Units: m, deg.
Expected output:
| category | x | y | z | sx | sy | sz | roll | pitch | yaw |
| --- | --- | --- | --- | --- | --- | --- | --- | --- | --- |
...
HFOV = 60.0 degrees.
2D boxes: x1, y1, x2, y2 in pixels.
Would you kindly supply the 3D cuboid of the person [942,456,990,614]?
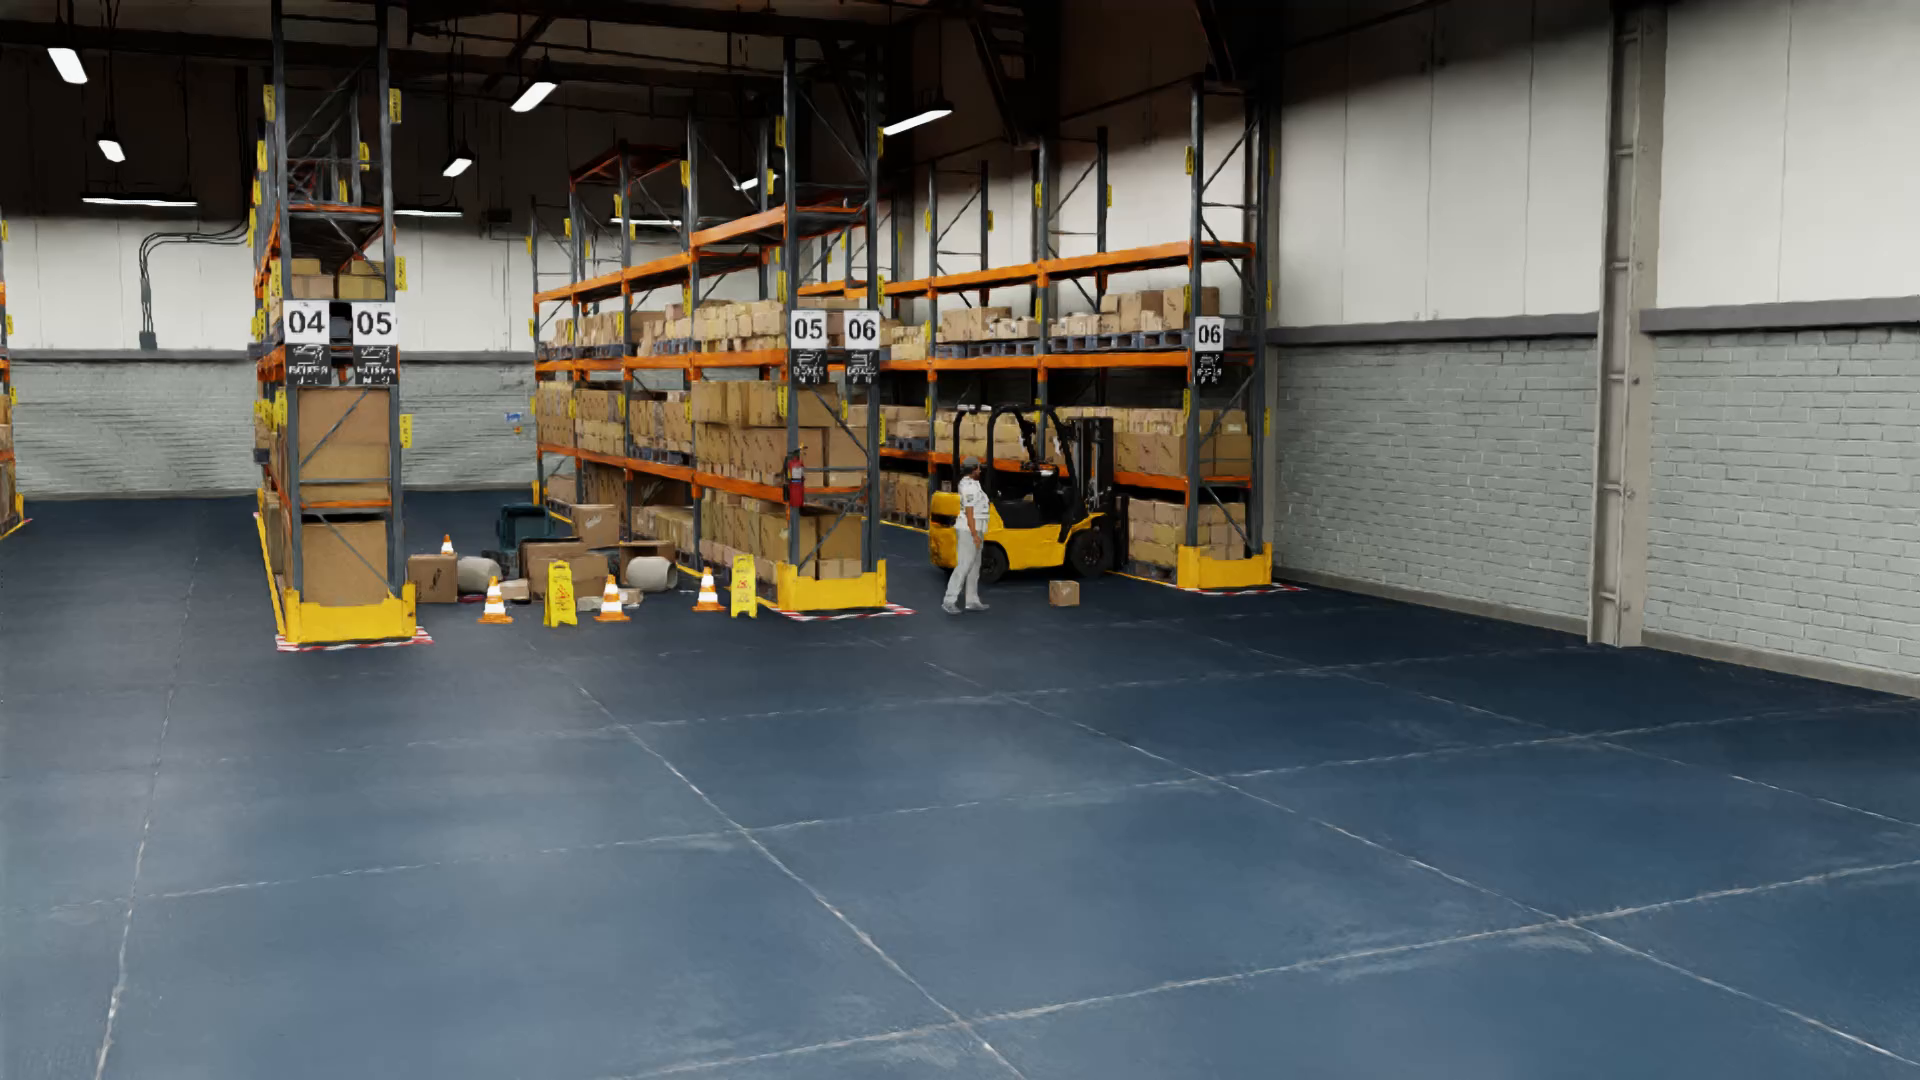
| category | x | y | z | sx | sy | sz | roll | pitch | yaw |
| --- | --- | --- | --- | --- | --- | --- | --- | --- | --- |
| person | 0.074 | -0.065 | 17.718 | 0.510 | 1.663 | 0.657 | 0 | 5 | 0 |
